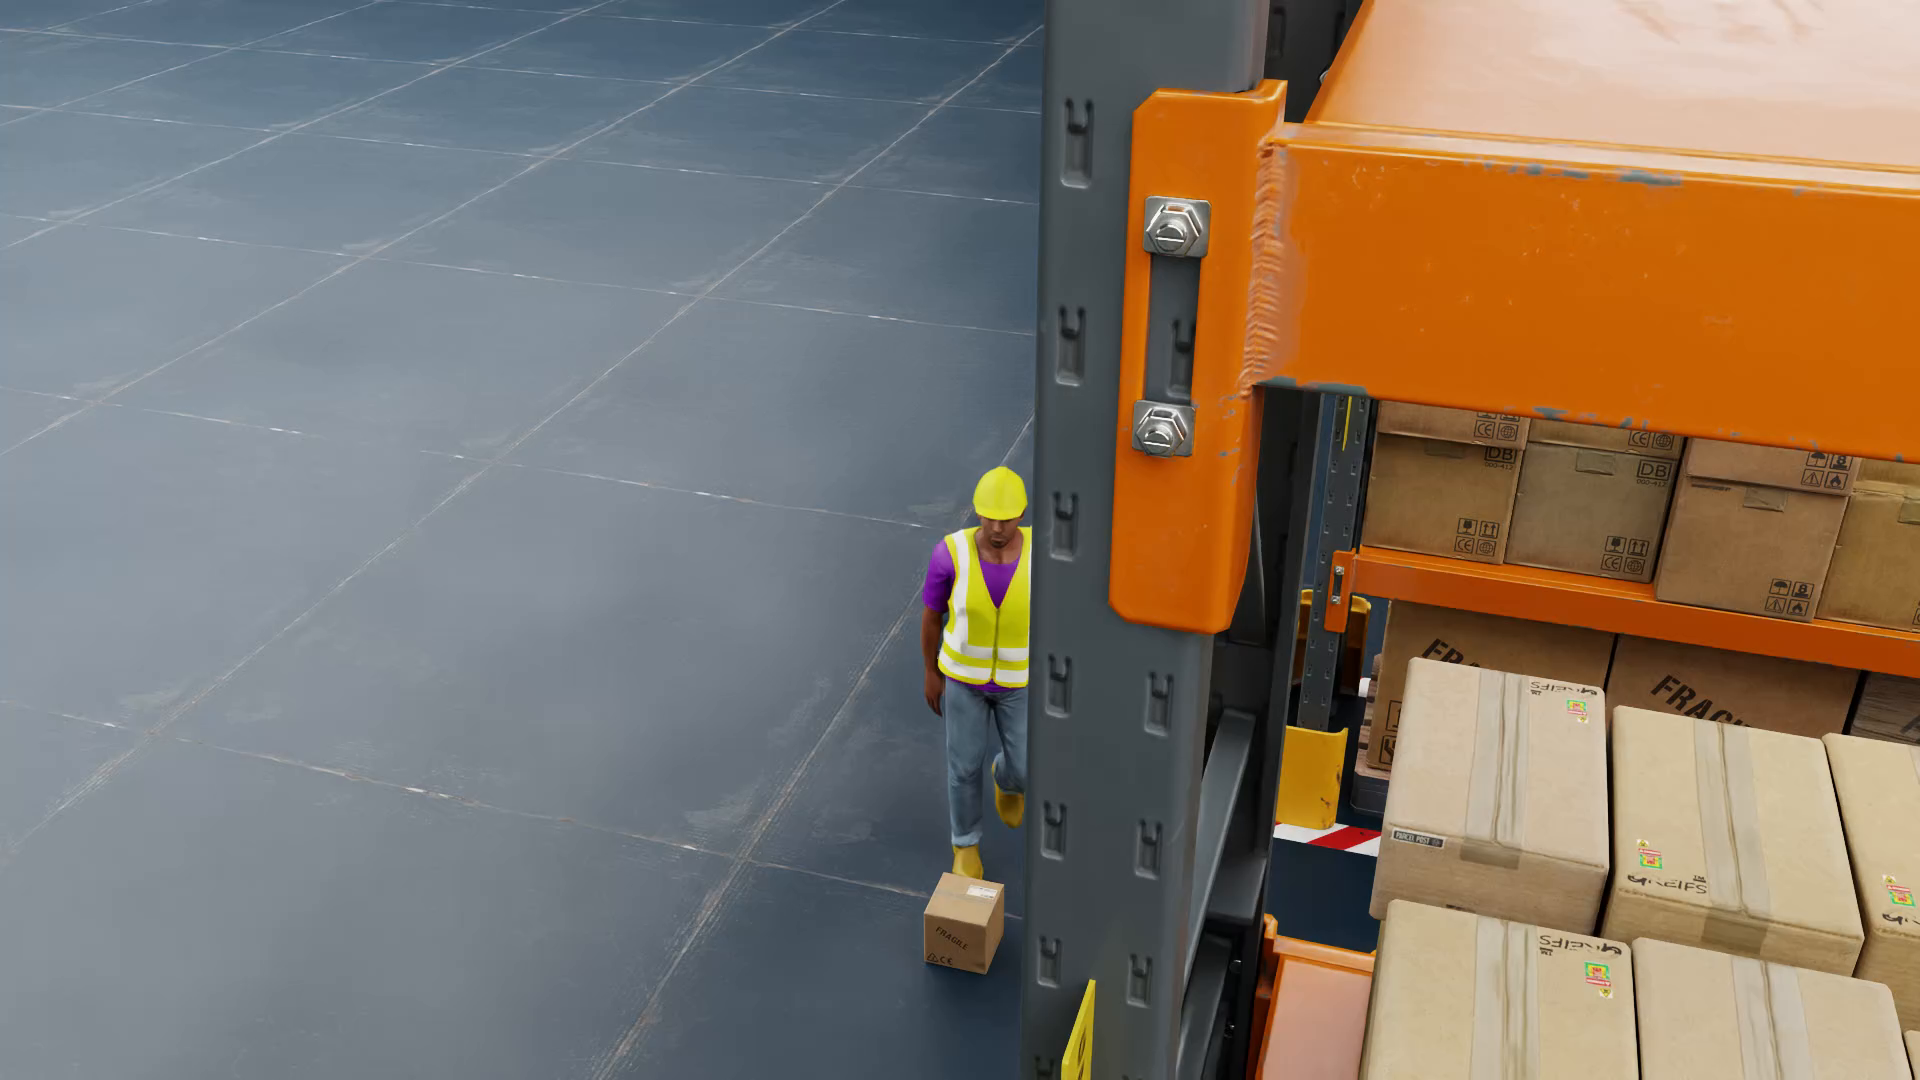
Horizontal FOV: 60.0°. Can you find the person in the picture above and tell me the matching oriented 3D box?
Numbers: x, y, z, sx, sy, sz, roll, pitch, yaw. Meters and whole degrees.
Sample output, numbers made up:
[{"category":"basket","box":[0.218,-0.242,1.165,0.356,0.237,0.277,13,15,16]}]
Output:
[{"category":"person","box":[0.136,0.538,6.600,0.589,1.752,0.544,0,29,1]}]
